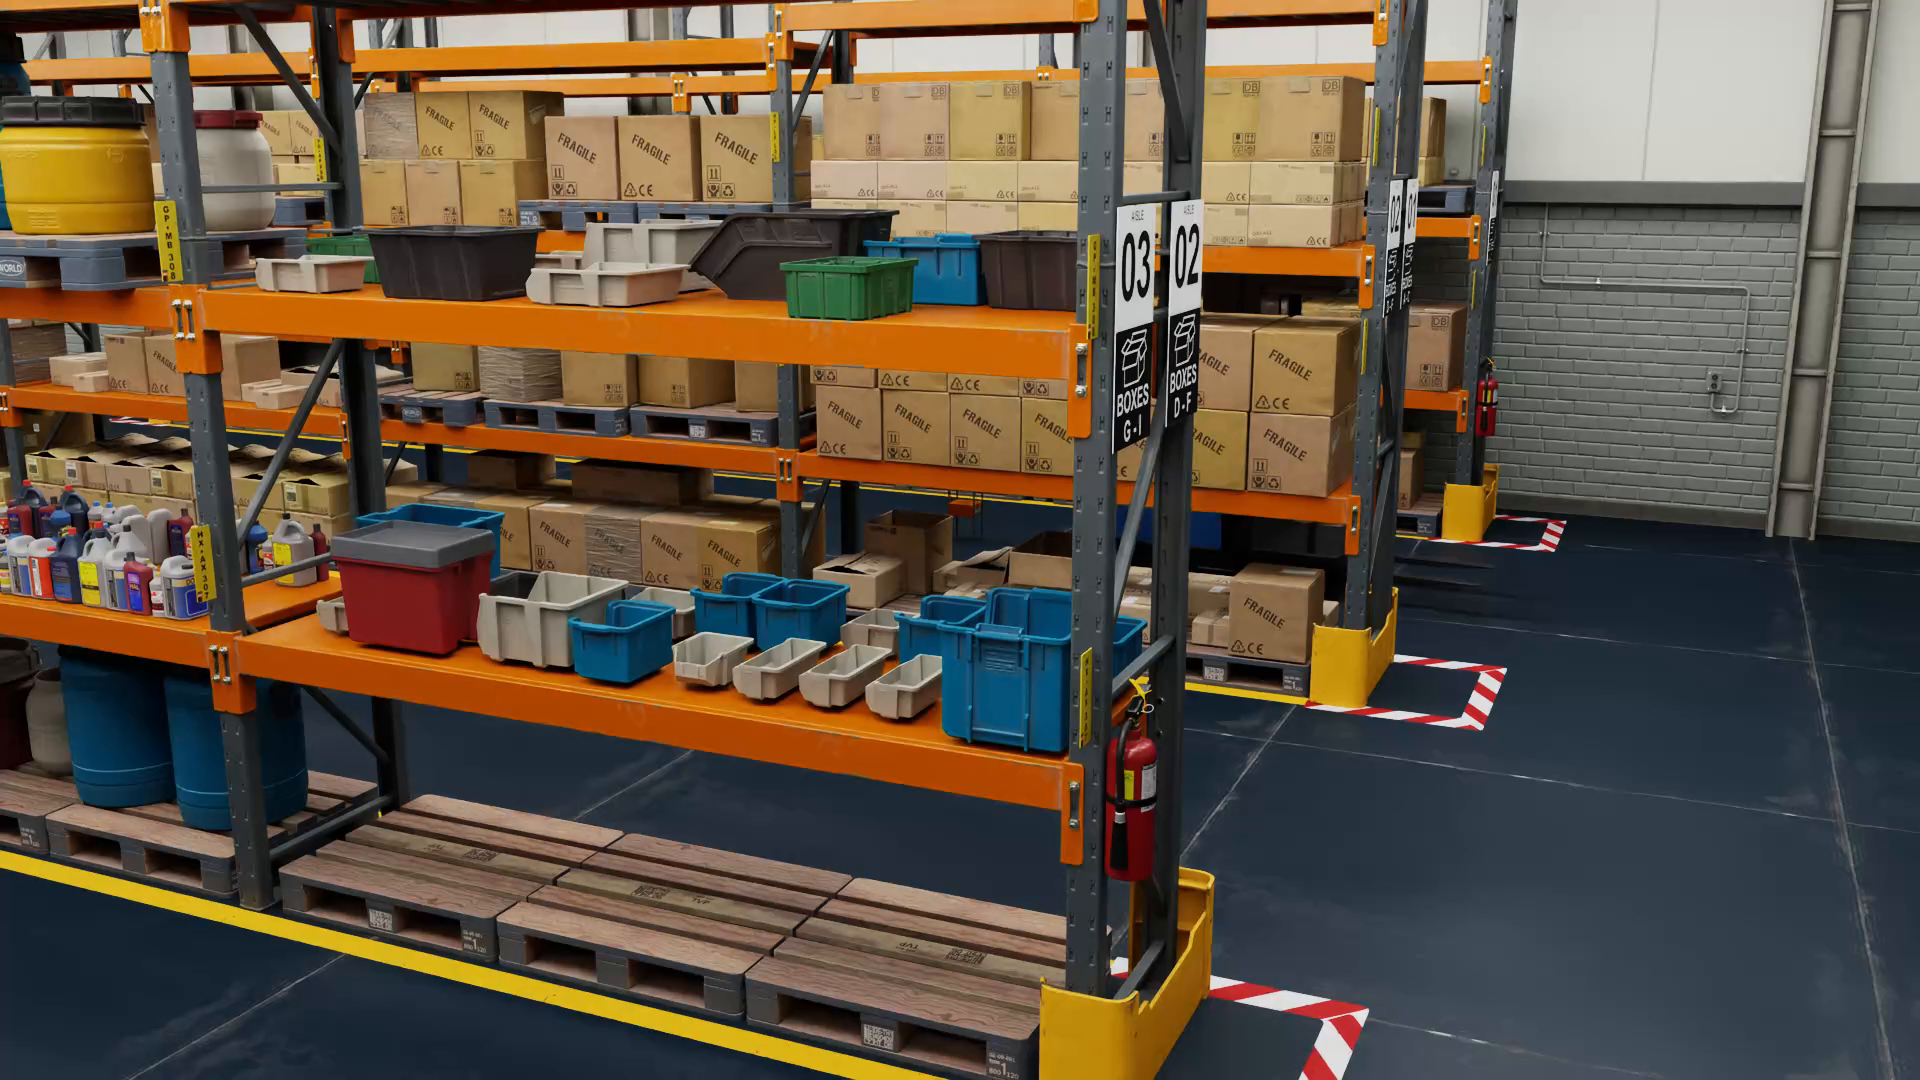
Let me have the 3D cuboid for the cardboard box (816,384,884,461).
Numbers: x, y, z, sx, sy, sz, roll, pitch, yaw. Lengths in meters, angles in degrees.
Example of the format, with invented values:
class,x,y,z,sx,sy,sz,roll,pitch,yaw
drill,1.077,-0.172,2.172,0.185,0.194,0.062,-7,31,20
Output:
class,x,y,z,sx,sy,sz,roll,pitch,yaw
cardboard box,-0.662,-0.856,11.619,0.500,0.500,0.500,6,15,25

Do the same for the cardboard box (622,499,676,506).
class,x,y,z,sx,sy,sz,roll,pitch,yaw
cardboard box,-2.307,-0.099,13.121,0.500,0.500,0.500,6,14,24

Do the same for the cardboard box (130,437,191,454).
class,x,y,z,sx,sy,sz,roll,pitch,yaw
cardboard box,-7.367,-0.766,15.326,0.500,0.311,0.500,6,15,25

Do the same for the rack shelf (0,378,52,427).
class,x,y,z,sx,sy,sz,roll,pitch,yaw
rack shelf,-10.160,-1.487,16.099,4.000,0.370,1.077,6,14,23

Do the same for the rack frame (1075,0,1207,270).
class,x,y,z,sx,sy,sz,roll,pitch,yaw
rack frame,0.630,-2.428,5.403,0.127,3.000,1.000,6,14,23

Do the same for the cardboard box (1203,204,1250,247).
class,x,y,z,sx,sy,sz,roll,pitch,yaw
cardboard box,1.611,-1.970,10.345,0.500,0.250,0.500,6,14,23

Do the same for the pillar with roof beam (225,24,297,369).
class,x,y,z,sx,sy,sz,roll,pitch,yaw
pillar with roof beam,-10.739,-5.194,17.193,0.400,9.000,9.100,6,14,23

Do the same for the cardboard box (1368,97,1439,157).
class,x,y,z,sx,sy,sz,roll,pitch,yaw
cardboard box,3.863,-3.593,14.482,0.500,0.500,0.500,6,14,23

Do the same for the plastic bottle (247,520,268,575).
class,x,y,z,sx,sy,sz,roll,pitch,yaw
plastic bottle,-3.514,0.034,8.325,0.097,0.271,0.097,0,13,0

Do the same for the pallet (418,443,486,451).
class,x,y,z,sx,sy,sz,roll,pitch,yaw
pallet,-5.616,-1.258,19.652,1.213,0.211,1.003,6,14,23

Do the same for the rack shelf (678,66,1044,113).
class,x,y,z,sx,sy,sz,roll,pitch,yaw
rack shelf,-0.843,-4.507,16.716,4.000,0.370,1.077,6,14,23

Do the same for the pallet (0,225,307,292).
class,x,y,z,sx,sy,sz,roll,pitch,yaw
pallet,-3.783,-1.298,7.567,1.003,0.211,1.213,6,14,23

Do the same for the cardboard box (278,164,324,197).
class,x,y,z,sx,sy,sz,roll,pitch,yaw
cardboard box,-5.112,-2.904,13.406,0.500,0.250,0.500,5,14,19

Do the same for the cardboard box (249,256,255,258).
class,x,y,z,sx,sy,sz,roll,pitch,yaw
cardboard box,-9.013,-3.311,20.942,0.500,0.500,0.500,6,14,24

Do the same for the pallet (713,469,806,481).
class,x,y,z,sx,sy,sz,roll,pitch,yaw
pallet,-1.981,-0.870,18.002,1.213,0.211,1.003,6,14,23

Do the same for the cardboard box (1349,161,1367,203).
class,x,y,z,sx,sy,sz,roll,pitch,yaw
cardboard box,2.275,-2.274,10.548,0.500,0.250,0.500,6,14,23

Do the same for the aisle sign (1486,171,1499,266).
class,x,y,z,sx,sy,sz,roll,pitch,yaw
aisle sign,4.587,-2.773,14.315,0.004,0.787,0.394,6,14,23

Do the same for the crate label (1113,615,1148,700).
class,x,y,z,sx,sy,sz,roll,pitch,yaw
crate label,0.538,0.453,6.491,0.303,0.233,0.416,6,14,23

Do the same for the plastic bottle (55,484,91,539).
class,x,y,z,sx,sy,sz,roll,pitch,yaw
plastic bottle,-4.677,-0.116,8.793,0.185,0.351,0.144,6,14,23

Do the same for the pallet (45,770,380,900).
class,x,y,z,sx,sy,sz,roll,pitch,yaw
pallet,-3.716,1.400,8.326,1.213,0.211,1.003,6,14,23

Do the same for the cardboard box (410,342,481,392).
class,x,y,z,sx,sy,sz,roll,pitch,yaw
cardboard box,-4.053,-1.500,13.443,0.500,0.500,0.700,1,13,4

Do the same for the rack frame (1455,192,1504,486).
class,x,y,z,sx,sy,sz,roll,pitch,yaw
rack frame,4.643,-1.576,14.907,0.127,3.000,1.000,6,14,23

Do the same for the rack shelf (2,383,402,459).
class,x,y,z,sx,sy,sz,roll,pitch,yaw
rack shelf,-6.503,-1.117,14.522,4.000,0.370,1.077,6,14,23

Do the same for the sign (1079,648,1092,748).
class,x,y,z,sx,sy,sz,roll,pitch,yaw
sign,0.422,0.530,5.574,0.005,0.325,0.100,6,14,23

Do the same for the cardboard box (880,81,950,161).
class,x,y,z,sx,sy,sz,roll,pitch,yaw
cardboard box,-0.158,-2.794,11.124,0.500,0.500,0.700,6,14,23

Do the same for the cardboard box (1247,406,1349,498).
class,x,y,z,sx,sy,sz,roll,pitch,yaw
cardboard box,2.120,-0.575,10.419,0.500,0.500,0.500,6,15,25

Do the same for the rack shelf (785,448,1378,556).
class,x,y,z,sx,sy,sz,roll,pitch,yaw
rack shelf,0.811,-0.376,11.367,4.000,0.370,1.077,6,14,23

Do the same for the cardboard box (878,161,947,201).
class,x,y,z,sx,sy,sz,roll,pitch,yaw
cardboard box,-0.216,-2.400,11.082,0.500,0.250,0.500,6,14,23

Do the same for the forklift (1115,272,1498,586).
class,x,y,z,sx,sy,sz,roll,pitch,yaw
forklift,2.686,-1.101,13.030,3.031,2.935,1.130,7,15,27

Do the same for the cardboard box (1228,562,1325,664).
class,x,y,z,sx,sy,sz,roll,pitch,yaw
cardboard box,2.043,0.462,10.727,0.500,0.500,0.500,6,14,23

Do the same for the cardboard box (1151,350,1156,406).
class,x,y,z,sx,sy,sz,roll,pitch,yaw
cardboard box,1.183,-1.154,10.700,0.500,0.500,0.500,6,15,25

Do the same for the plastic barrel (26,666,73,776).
class,x,y,z,sx,sy,sz,roll,pitch,yaw
plastic barrel,-4.645,0.939,8.713,0.421,0.512,0.421,0,13,0

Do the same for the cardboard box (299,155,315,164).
class,x,y,z,sx,sy,sz,roll,pitch,yaw
cardboard box,-7.348,-4.250,19.472,0.500,0.500,0.500,5,14,18

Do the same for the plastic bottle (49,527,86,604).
class,x,y,z,sx,sy,sz,roll,pitch,yaw
plastic bottle,-4.169,0.113,7.816,0.185,0.351,0.144,6,14,23

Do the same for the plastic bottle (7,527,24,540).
class,x,y,z,sx,sy,sz,roll,pitch,yaw
plastic bottle,-4.615,0.074,8.154,0.097,0.271,0.097,0,13,0

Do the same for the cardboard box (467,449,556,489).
class,x,y,z,sx,sy,sz,roll,pitch,yaw
cardboard box,-3.671,-0.602,13.622,0.500,0.250,0.500,6,15,25

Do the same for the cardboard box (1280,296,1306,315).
class,x,y,z,sx,sy,sz,roll,pitch,yaw
cardboard box,2.809,-1.905,15.651,0.700,0.700,0.980,5,14,21

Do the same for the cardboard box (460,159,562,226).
class,x,y,z,sx,sy,sz,roll,pitch,yaw
cardboard box,-3.320,-2.662,12.749,0.500,0.500,0.910,6,14,23

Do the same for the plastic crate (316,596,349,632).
class,x,y,z,sx,sy,sz,roll,pitch,yaw
plastic crate,-2.660,0.295,7.378,0.243,0.136,0.396,6,14,23

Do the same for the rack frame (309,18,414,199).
class,x,y,z,sx,sy,sz,roll,pitch,yaw
rack frame,-4.675,-4.202,12.965,0.127,3.000,1.000,6,14,23

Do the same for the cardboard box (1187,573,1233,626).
class,x,y,z,sx,sy,sz,roll,pitch,yaw
cardboard box,1.800,0.427,11.424,0.500,0.250,0.500,6,14,23

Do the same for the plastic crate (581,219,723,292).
class,x,y,z,sx,sy,sz,roll,pitch,yaw
plastic crate,-1.271,-1.179,6.908,0.530,0.282,0.437,6,14,23

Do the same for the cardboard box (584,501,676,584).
class,x,y,z,sx,sy,sz,roll,pitch,yaw
cardboard box,-2.492,0.011,12.649,0.500,0.500,0.500,6,14,24

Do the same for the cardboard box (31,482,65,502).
class,x,y,z,sx,sy,sz,roll,pitch,yaw
cardboard box,-8.063,-0.429,15.115,0.500,0.250,0.500,5,14,22

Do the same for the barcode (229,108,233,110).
class,x,y,z,sx,sy,sz,roll,pitch,yaw
barcode,-9.134,-5.384,20.845,0.075,0.075,0.001,6,14,23

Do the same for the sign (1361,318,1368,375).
class,x,y,z,sx,sy,sz,roll,pitch,yaw
sign,2.397,-1.145,9.842,0.005,0.325,0.100,6,14,23

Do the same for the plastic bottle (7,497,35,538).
class,x,y,z,sx,sy,sz,roll,pitch,yaw
plastic bottle,-4.986,-0.089,8.825,0.133,0.283,0.061,6,14,23

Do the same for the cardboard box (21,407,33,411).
class,x,y,z,sx,sy,sz,roll,pitch,yaw
cardboard box,-9.089,-1.036,16.060,0.500,0.500,0.500,6,14,23

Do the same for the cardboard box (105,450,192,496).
class,x,y,z,sx,sy,sz,roll,pitch,yaw
cardboard box,-7.126,-0.605,14.640,0.500,0.311,0.500,5,14,21

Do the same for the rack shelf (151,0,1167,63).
class,x,y,z,sx,sy,sz,roll,pitch,yaw
rack shelf,-1.199,-2.068,6.320,4.000,0.370,1.077,6,14,23

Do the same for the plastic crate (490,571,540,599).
class,x,y,z,sx,sy,sz,roll,pitch,yaw
plastic crate,-1.895,0.275,7.488,0.590,0.125,0.437,6,14,23

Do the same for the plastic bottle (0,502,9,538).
class,x,y,z,sx,sy,sz,roll,pitch,yaw
plastic bottle,-5.210,-0.103,9.065,0.097,0.201,0.097,0,13,0

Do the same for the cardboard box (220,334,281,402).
class,x,y,z,sx,sy,sz,roll,pitch,yaw
cardboard box,-6.215,-1.482,14.287,0.500,0.500,0.500,5,14,20

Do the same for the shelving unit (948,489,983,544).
class,x,y,z,sx,sy,sz,roll,pitch,yaw
shelving unit,0.049,-0.506,14.614,0.252,1.050,0.215,6,14,23

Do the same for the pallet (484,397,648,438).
class,x,y,z,sx,sy,sz,roll,pitch,yaw
pallet,-2.895,-1.009,12.910,1.213,0.211,1.003,6,14,23
